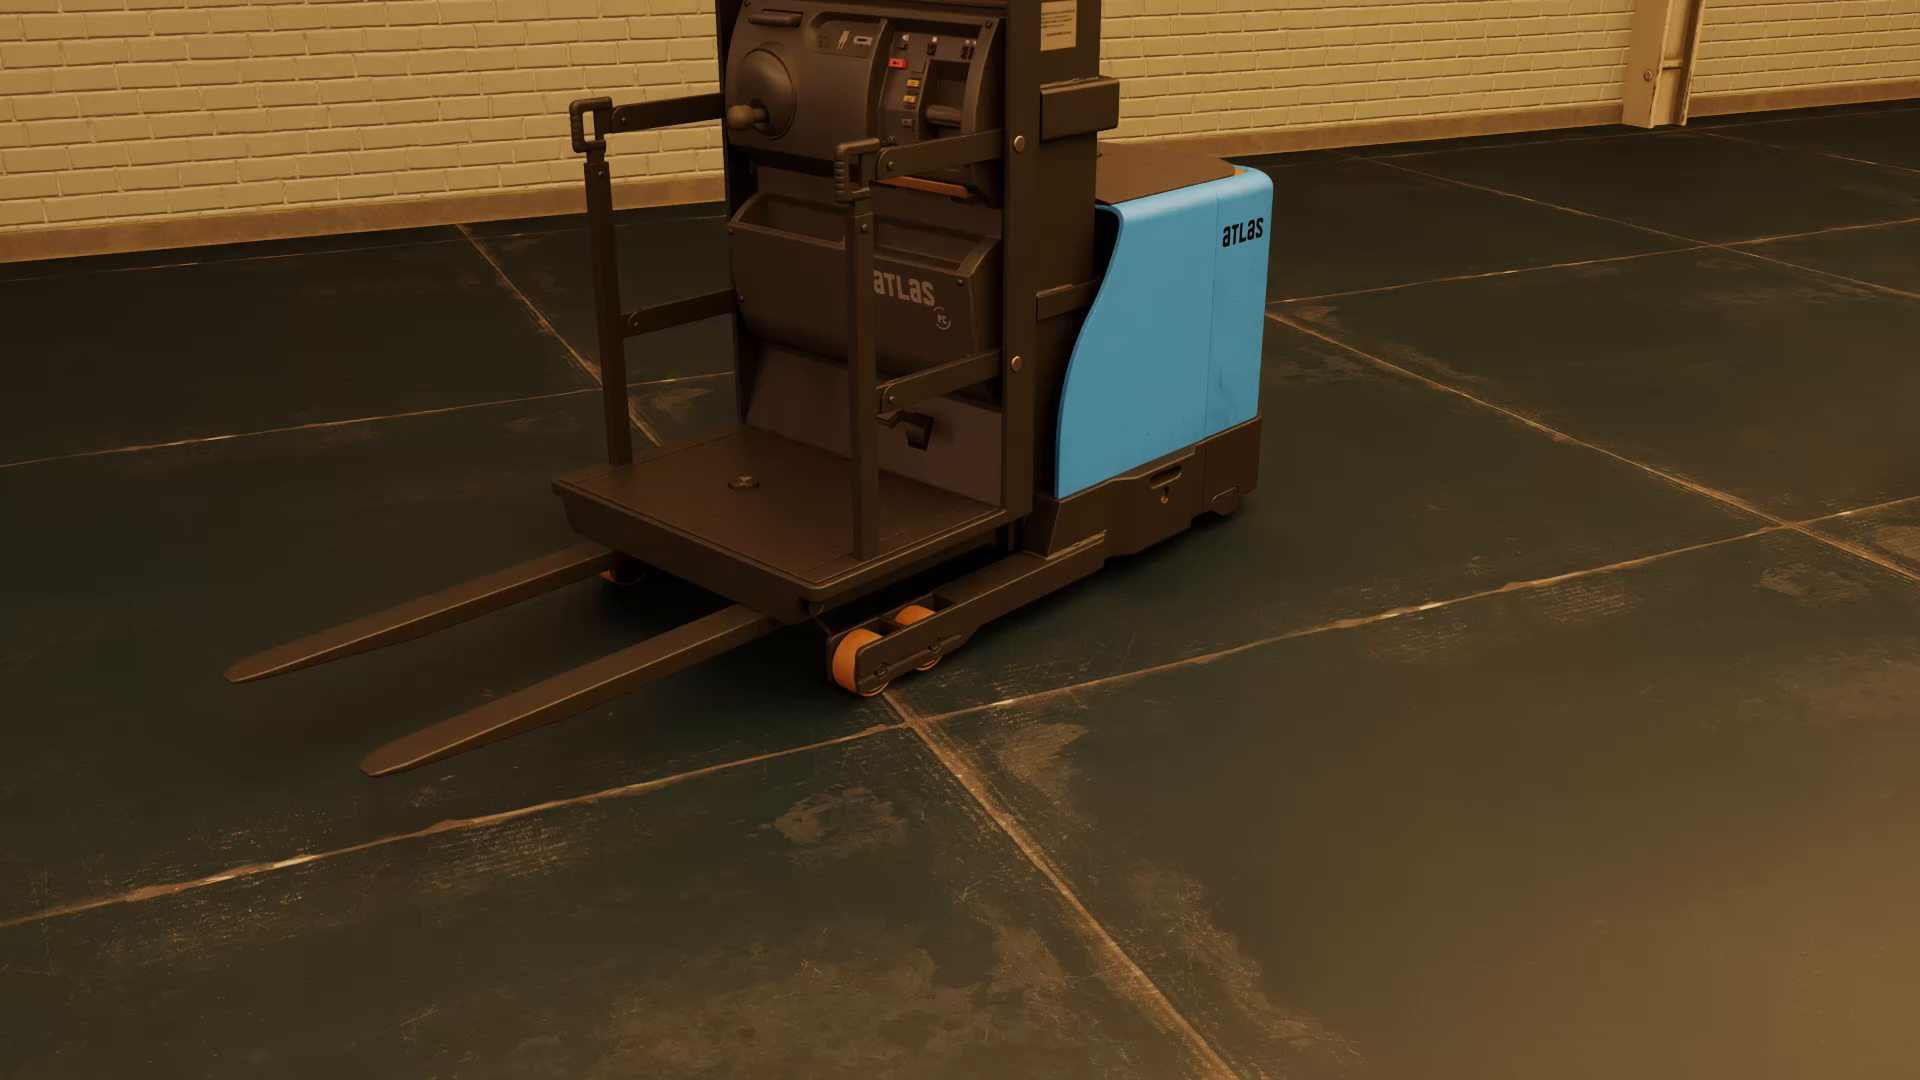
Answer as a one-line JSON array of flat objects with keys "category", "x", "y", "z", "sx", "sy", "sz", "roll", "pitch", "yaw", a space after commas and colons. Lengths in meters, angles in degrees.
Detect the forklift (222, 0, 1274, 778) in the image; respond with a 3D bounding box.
[{"category": "forklift", "x": -0.413, "y": -1.182, "z": 4.131, "sx": 1.130, "sy": 2.935, "sz": 3.031, "roll": 19, "pitch": 29, "yaw": 39}]
